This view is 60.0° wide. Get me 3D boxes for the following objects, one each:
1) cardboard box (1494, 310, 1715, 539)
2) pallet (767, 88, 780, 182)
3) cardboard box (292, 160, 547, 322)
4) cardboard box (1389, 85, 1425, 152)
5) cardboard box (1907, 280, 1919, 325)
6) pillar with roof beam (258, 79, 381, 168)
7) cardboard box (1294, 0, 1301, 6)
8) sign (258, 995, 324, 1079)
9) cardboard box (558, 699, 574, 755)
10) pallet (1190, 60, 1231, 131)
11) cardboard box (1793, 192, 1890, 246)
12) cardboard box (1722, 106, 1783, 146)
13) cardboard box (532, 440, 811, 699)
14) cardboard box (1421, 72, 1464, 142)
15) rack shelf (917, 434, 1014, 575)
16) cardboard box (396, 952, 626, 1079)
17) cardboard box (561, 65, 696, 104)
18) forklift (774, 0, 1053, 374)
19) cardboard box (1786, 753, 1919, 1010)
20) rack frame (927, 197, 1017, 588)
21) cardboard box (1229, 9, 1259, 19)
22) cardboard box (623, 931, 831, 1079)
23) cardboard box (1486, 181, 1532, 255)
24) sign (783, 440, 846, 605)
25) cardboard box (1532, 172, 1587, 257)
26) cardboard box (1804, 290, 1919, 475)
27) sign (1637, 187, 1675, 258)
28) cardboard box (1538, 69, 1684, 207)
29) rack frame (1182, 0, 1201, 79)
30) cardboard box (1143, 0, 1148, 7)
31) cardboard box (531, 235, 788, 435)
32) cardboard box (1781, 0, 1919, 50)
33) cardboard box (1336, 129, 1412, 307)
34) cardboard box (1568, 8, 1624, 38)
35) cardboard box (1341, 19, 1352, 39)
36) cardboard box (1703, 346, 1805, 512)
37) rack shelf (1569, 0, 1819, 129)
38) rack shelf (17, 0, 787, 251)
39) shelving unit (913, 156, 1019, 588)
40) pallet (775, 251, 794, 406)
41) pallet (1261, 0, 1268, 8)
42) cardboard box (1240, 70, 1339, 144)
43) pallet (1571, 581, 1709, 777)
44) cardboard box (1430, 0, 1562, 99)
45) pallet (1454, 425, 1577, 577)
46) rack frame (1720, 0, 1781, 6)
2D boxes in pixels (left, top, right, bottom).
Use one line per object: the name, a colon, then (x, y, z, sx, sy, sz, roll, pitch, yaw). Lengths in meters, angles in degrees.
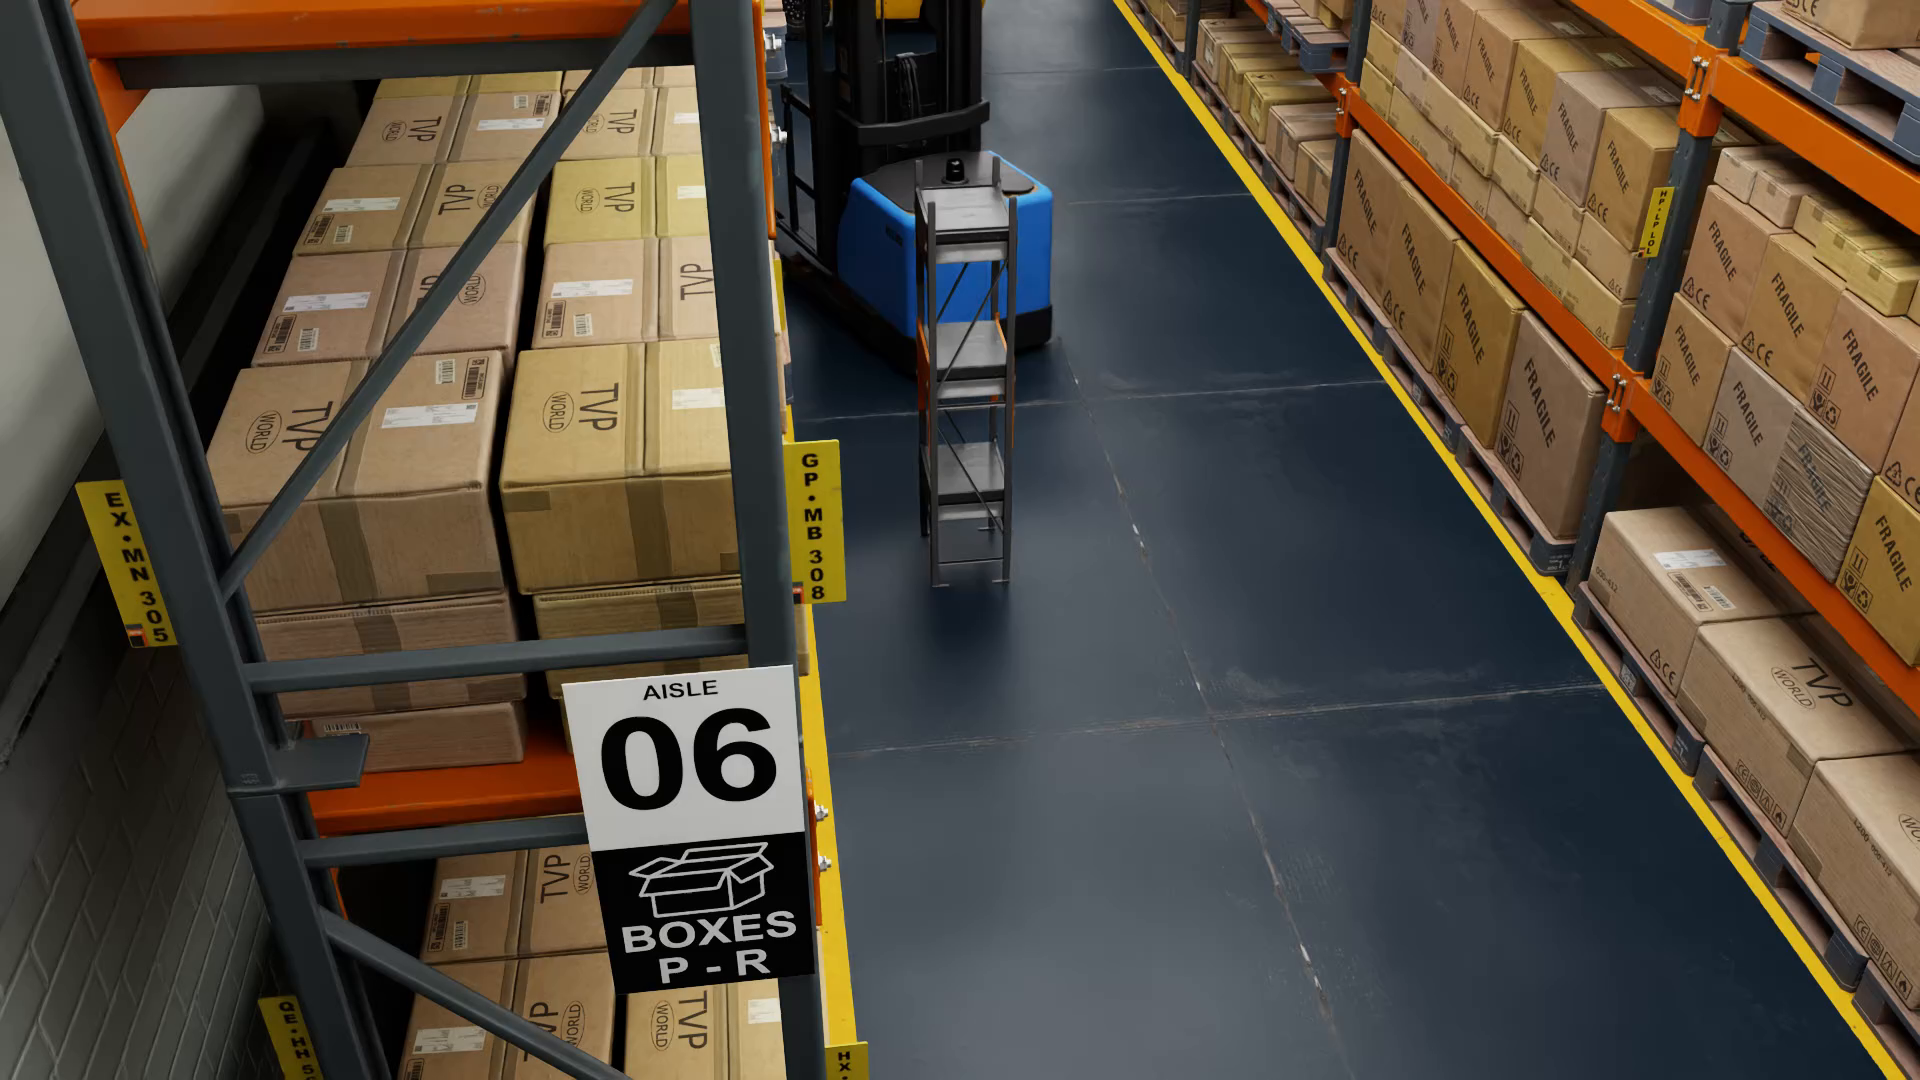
cardboard box: (3.432, -0.629, 8.652, 0.875, 0.875, 0.875, -3, 34, -5)
pallet: (-1.701, -2.396, 9.901, 1.213, 0.211, 1.003, -4, 35, -6)
cardboard box: (-1.271, -0.695, 3.996, 0.500, 0.250, 0.500, -4, 34, -6)
cardboard box: (2.959, -2.587, 10.144, 0.500, 0.250, 0.500, -5, 35, -8)
cardboard box: (3.601, -0.811, 5.853, 0.380, 0.149, 0.250, -4, 35, -7)
pillar with roof beam: (2.143, -2.964, 5.237, 9.100, 9.000, 0.400, -4, 35, -6)
cardboard box: (2.567, -3.883, 11.763, 0.380, 0.149, 0.250, -6, 35, -9)
sign: (-1.338, 1.038, 3.383, 0.100, 0.325, 0.005, -4, 35, -6)
cardboard box: (-0.598, 0.285, 3.356, 0.380, 0.149, 0.250, -4, 34, -5)
pallet: (2.625, -3.871, 14.372, 1.003, 0.211, 1.213, -4, 35, -6)
cardboard box: (3.506, -1.239, 6.481, 0.380, 0.149, 0.250, -5, 35, -7)
cardboard box: (3.820, -1.715, 7.756, 0.500, 0.500, 0.500, -4, 34, -6)
cardboard box: (-0.575, 0.048, 3.351, 0.500, 0.250, 0.500, -5, 35, -7)
cardboard box: (3.003, -2.501, 9.575, 0.500, 0.250, 0.500, -4, 35, -7)
rack shelf: (0.022, -0.186, 8.554, 0.431, 0.518, 0.480, -4, 35, -6)
cardboard box: (-1.111, 1.319, 4.149, 0.500, 0.250, 0.500, -3, 34, -5)
cardboard box: (-0.881, -1.293, 4.874, 0.500, 0.250, 0.500, -4, 34, -6)
forklift: (-0.567, -3.039, 10.736, 1.130, 2.935, 3.031, -17, 38, -24)
cardboard box: (3.813, 1.253, 6.279, 0.875, 0.438, 0.875, -3, 34, -5)
rack frame: (0.055, -0.639, 7.952, 0.400, 2.100, 0.015, -4, 35, -6)
cardboard box: (2.707, -4.845, 15.393, 0.500, 0.250, 0.500, -6, 35, -9)
cardboard box: (-0.580, 1.282, 4.203, 0.500, 0.250, 0.500, -4, 34, -6)
cardboard box: (3.168, -1.730, 8.887, 0.500, 0.250, 0.500, -5, 35, -8)
sign: (-0.248, -0.025, 2.813, 0.100, 0.325, 0.005, -4, 35, -6)
cardboard box: (3.220, -1.644, 8.317, 0.500, 0.250, 0.500, -4, 34, -5)
cardboard box: (3.538, -0.595, 6.112, 0.500, 0.500, 0.500, -4, 34, -5)
sign: (3.058, -1.393, 7.301, 0.100, 0.325, 0.005, -4, 35, -6)
cardboard box: (3.208, -1.967, 8.124, 0.500, 0.500, 0.500, -4, 34, -5)
rack frame: (2.518, -5.458, 14.224, 1.000, 3.000, 0.127, -4, 35, -6)
cardboard box: (2.027, -5.385, 16.186, 0.500, 0.250, 0.500, -4, 34, -6)
cardboard box: (-0.646, -0.442, 3.626, 0.500, 0.250, 0.500, -5, 35, -7)
cardboard box: (3.465, -2.145, 6.149, 0.500, 0.500, 0.500, -4, 34, -6)
cardboard box: (3.067, -2.130, 10.854, 0.875, 0.875, 0.875, -5, 35, -7)
cardboard box: (3.583, -2.565, 9.003, 0.500, 0.500, 0.500, -5, 35, -7)
cardboard box: (2.779, -3.461, 11.143, 0.380, 0.149, 0.250, -3, 34, -5)
cardboard box: (3.462, -0.472, 6.819, 0.500, 0.500, 0.500, -4, 34, -6)
rack shelf: (3.325, -3.052, 8.669, 1.077, 0.370, 4.000, -4, 35, -6)
rack shelf: (-1.055, -1.680, 3.995, 1.077, 0.370, 4.000, -4, 35, -6)
shelving unit: (0.022, -0.775, 8.152, 0.431, 2.100, 0.503, -4, 35, -6)
pallet: (-1.323, -0.991, 7.839, 1.003, 0.211, 1.213, -4, 35, -6)
pallet: (2.750, -4.248, 12.619, 1.003, 0.211, 1.213, -4, 35, -6)
cardboard box: (2.787, -3.464, 13.259, 0.950, 0.372, 0.625, -3, 34, -5)
pallet: (3.619, 0.589, 7.827, 1.003, 0.211, 1.213, -4, 35, -6)
cardboard box: (3.011, -2.821, 9.377, 0.500, 0.500, 0.500, -3, 34, -5)
pallet: (3.416, -0.266, 9.082, 1.003, 0.211, 1.213, -4, 35, -6)
rack frame: (3.594, -3.473, 5.984, 1.000, 3.000, 0.127, -4, 35, -6)
